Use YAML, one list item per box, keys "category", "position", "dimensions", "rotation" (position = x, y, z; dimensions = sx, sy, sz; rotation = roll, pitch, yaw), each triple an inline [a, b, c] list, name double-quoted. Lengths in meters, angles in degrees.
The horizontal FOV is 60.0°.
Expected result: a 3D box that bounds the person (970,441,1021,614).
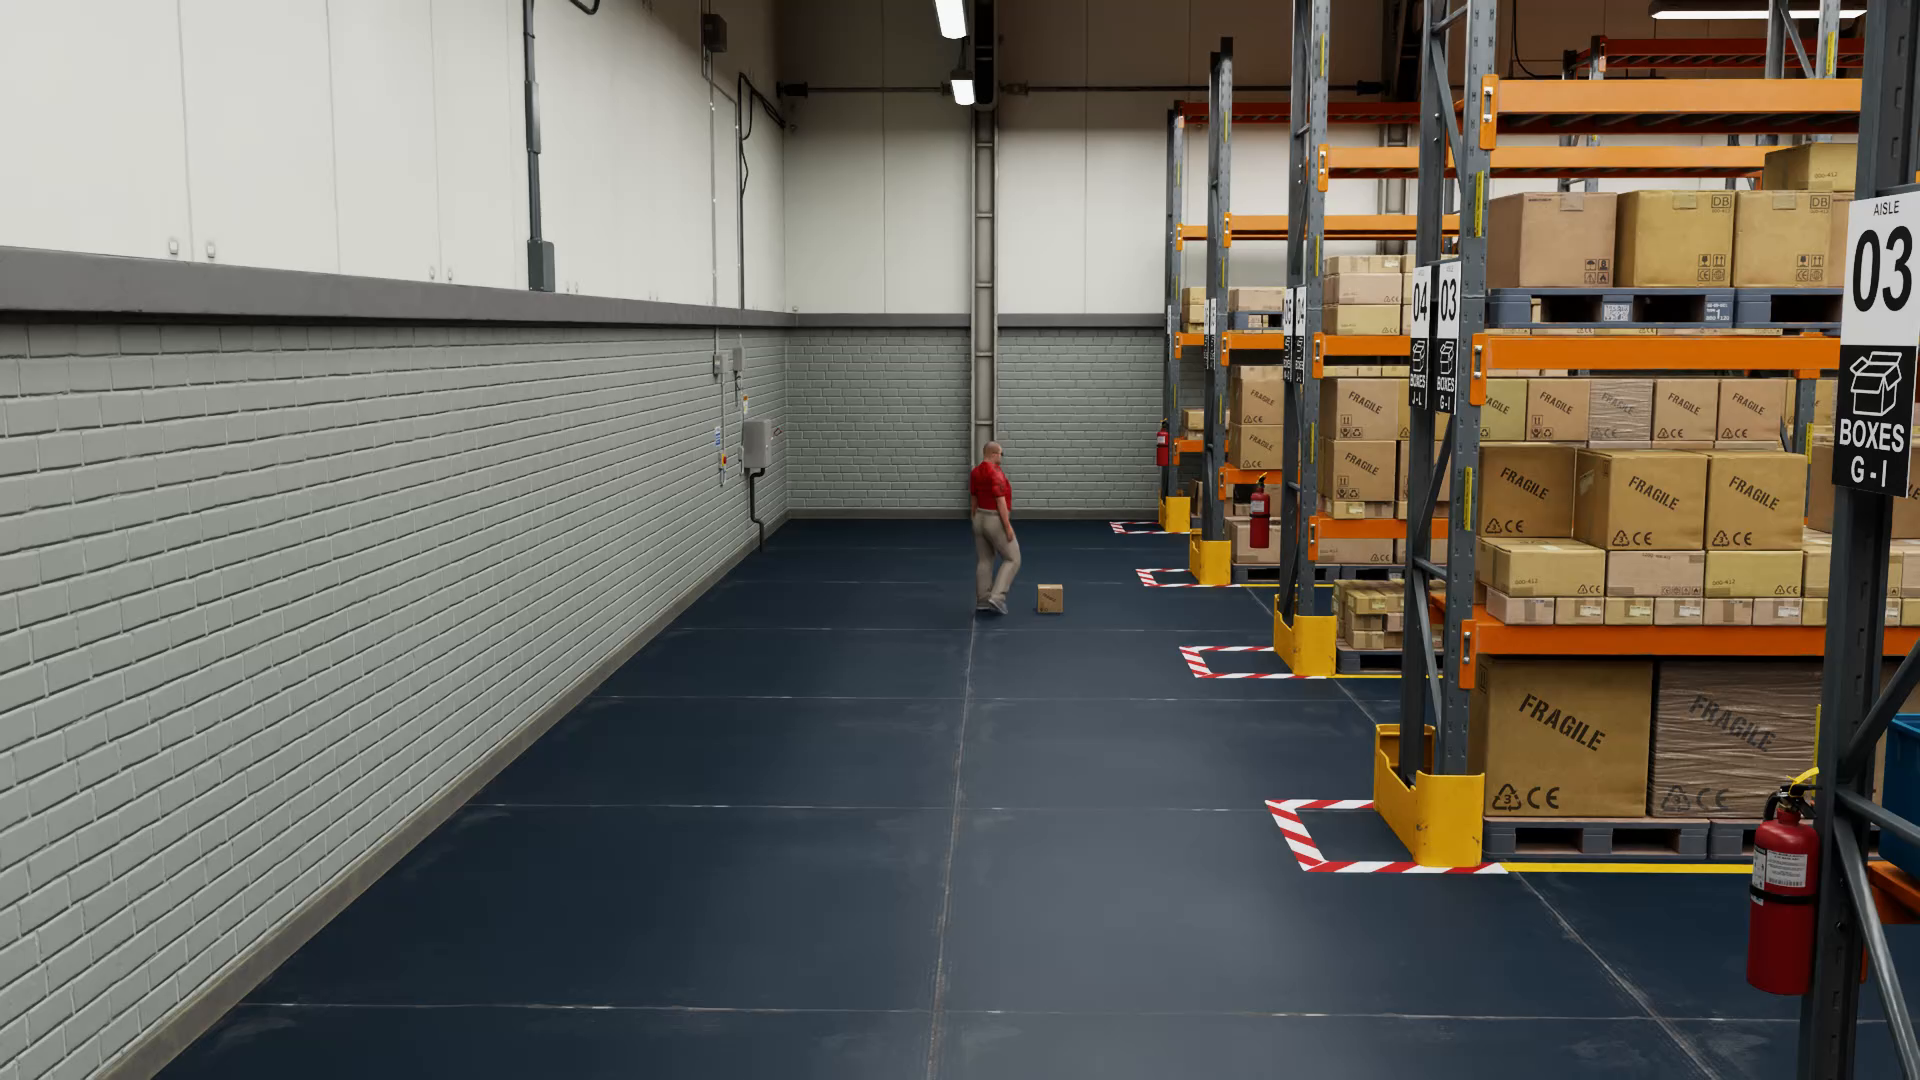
- category: "person"
  position: [0.348, -0.109, 16.872]
  dimensions: [0.387, 1.790, 0.561]
  rotation: [-5, 9, -36]
